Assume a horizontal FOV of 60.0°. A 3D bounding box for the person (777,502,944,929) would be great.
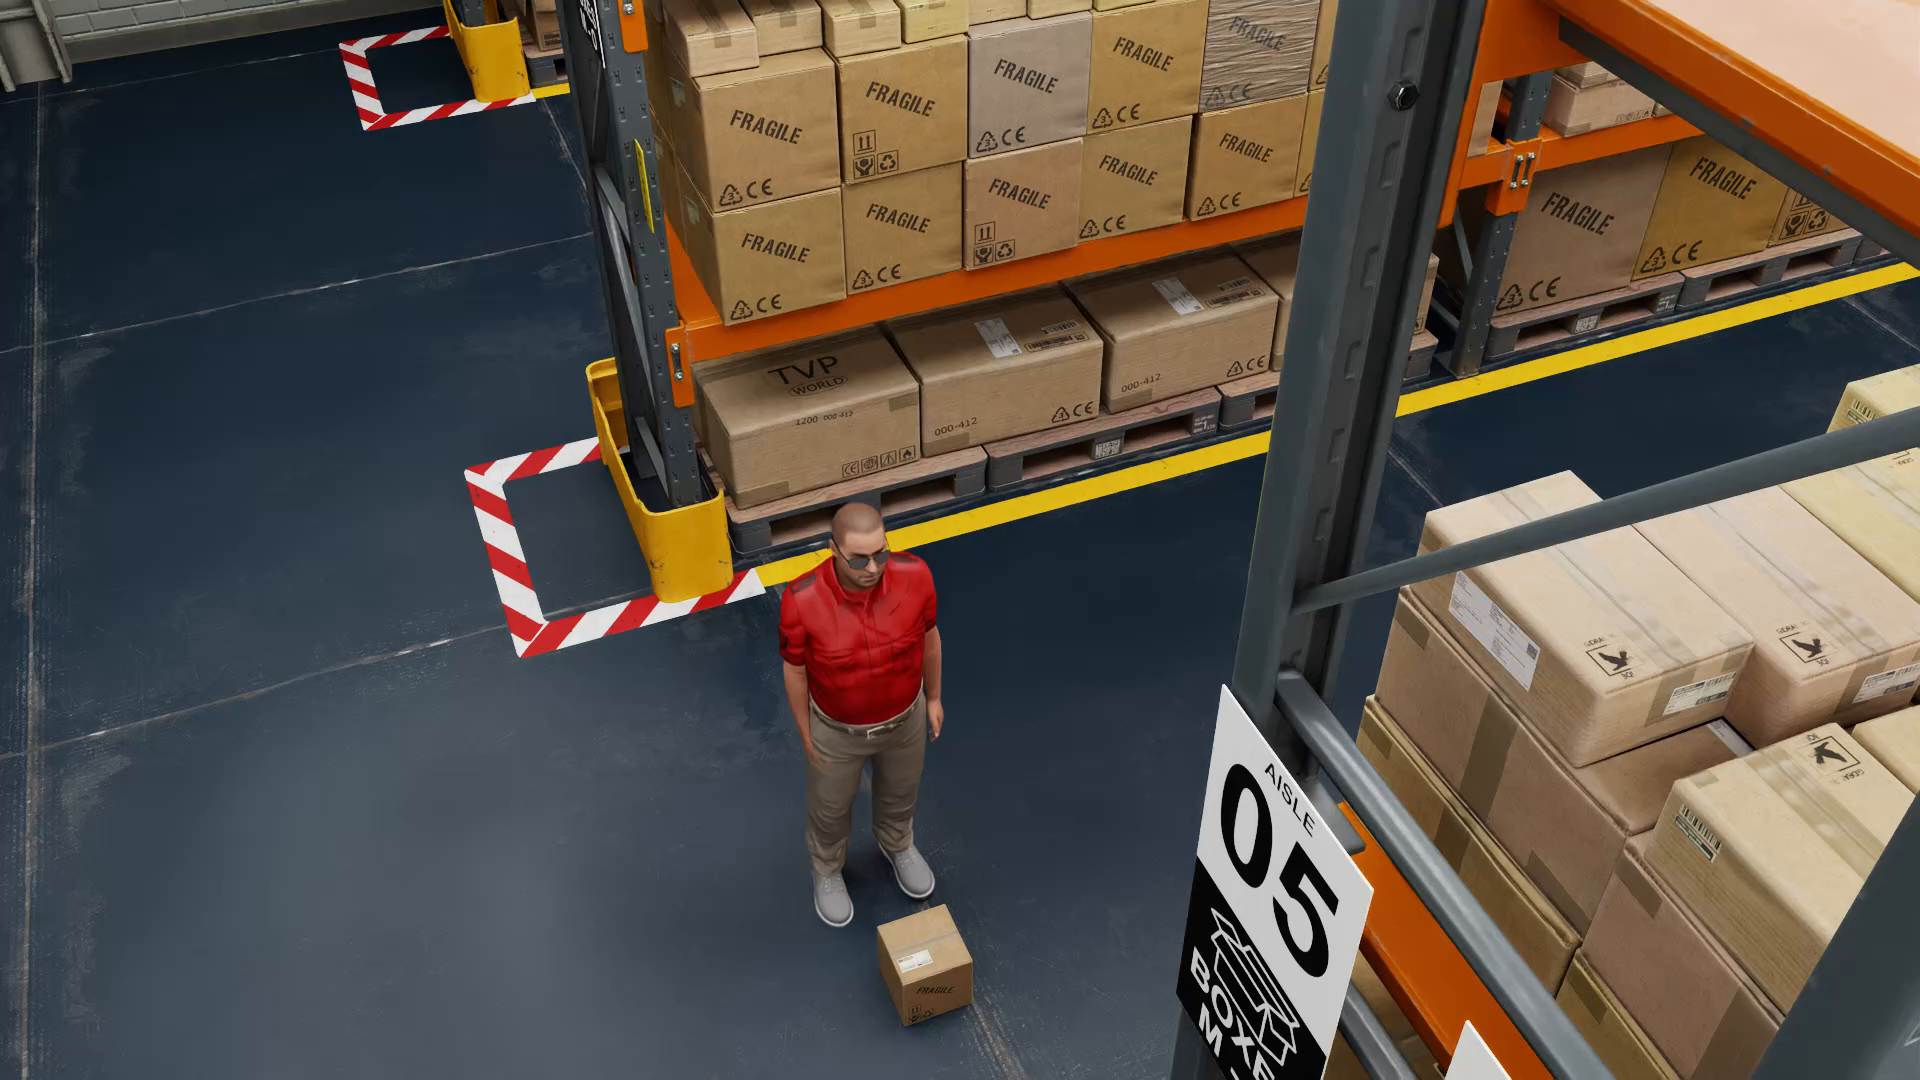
[{"bbox_3d":[-0.298,0.590,5.512,0.532,1.734,0.354,-15,44,-16],"label":"person"}]
